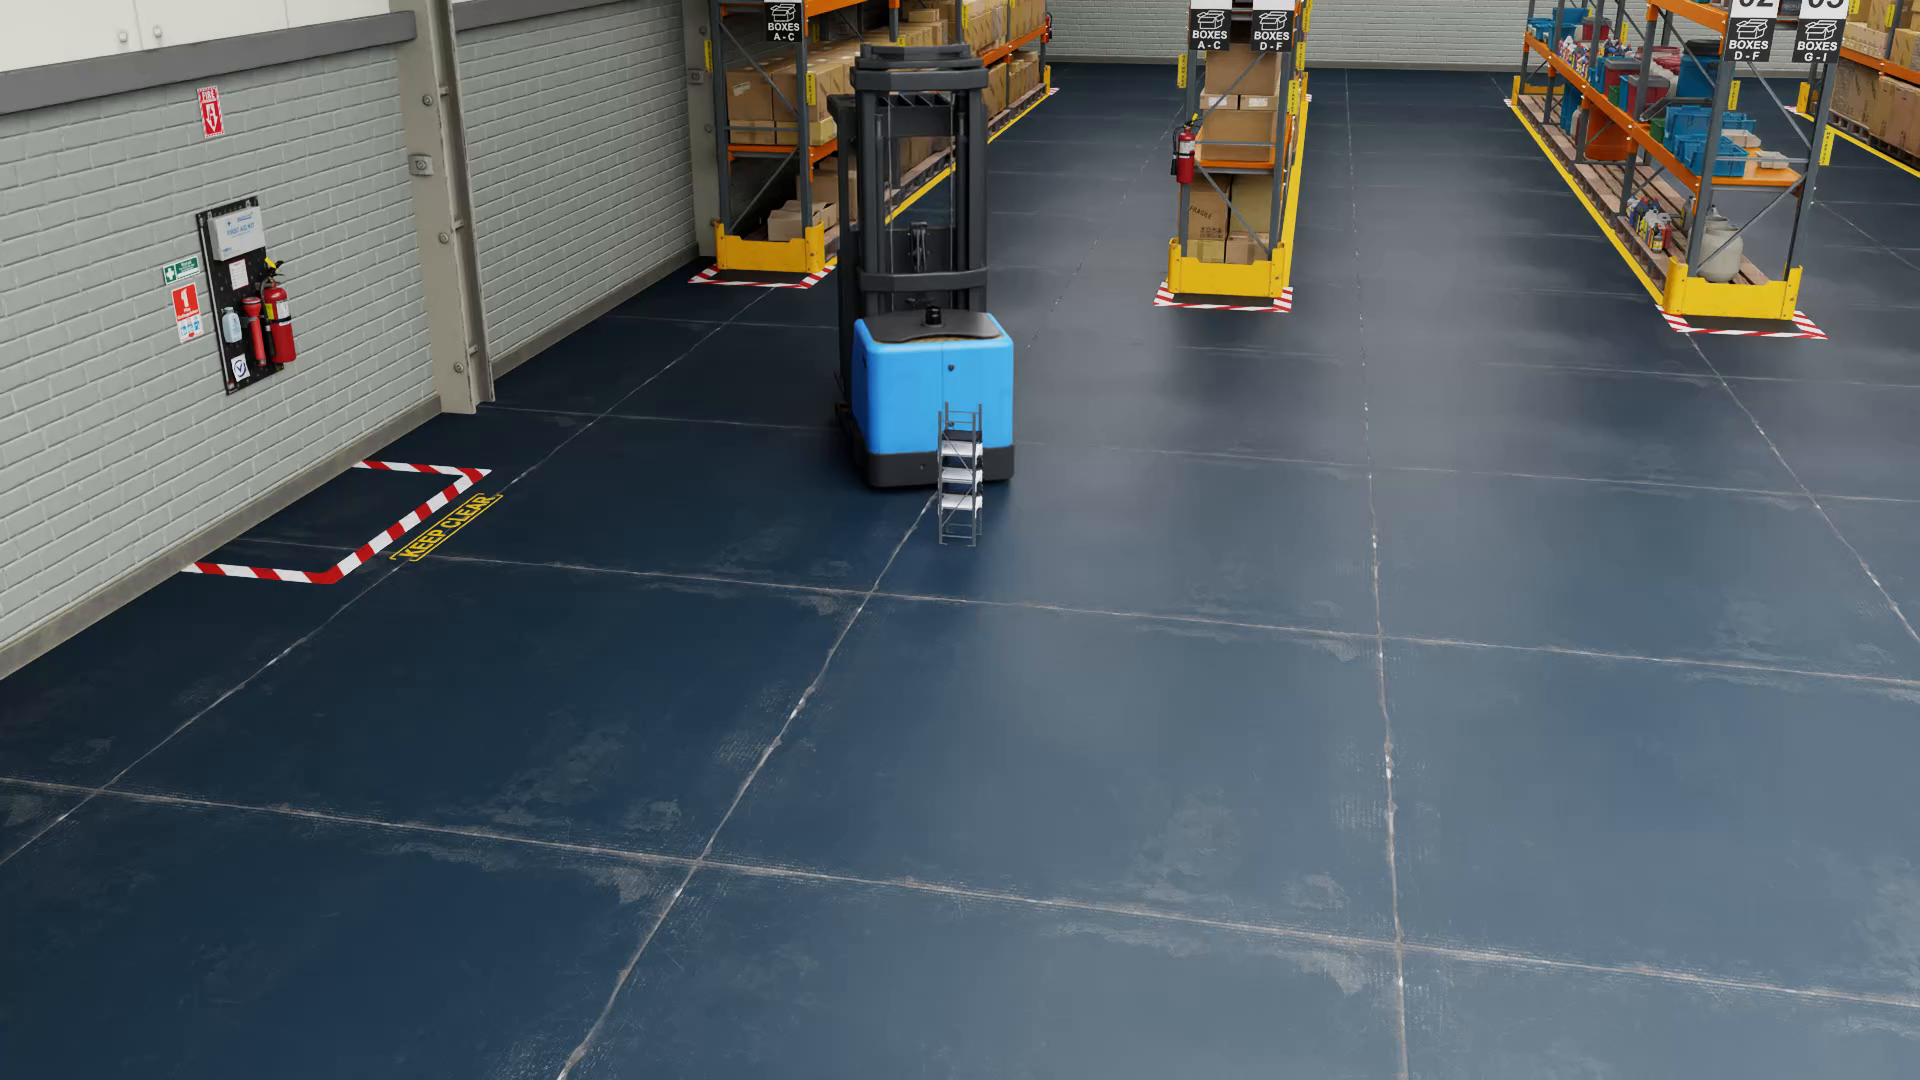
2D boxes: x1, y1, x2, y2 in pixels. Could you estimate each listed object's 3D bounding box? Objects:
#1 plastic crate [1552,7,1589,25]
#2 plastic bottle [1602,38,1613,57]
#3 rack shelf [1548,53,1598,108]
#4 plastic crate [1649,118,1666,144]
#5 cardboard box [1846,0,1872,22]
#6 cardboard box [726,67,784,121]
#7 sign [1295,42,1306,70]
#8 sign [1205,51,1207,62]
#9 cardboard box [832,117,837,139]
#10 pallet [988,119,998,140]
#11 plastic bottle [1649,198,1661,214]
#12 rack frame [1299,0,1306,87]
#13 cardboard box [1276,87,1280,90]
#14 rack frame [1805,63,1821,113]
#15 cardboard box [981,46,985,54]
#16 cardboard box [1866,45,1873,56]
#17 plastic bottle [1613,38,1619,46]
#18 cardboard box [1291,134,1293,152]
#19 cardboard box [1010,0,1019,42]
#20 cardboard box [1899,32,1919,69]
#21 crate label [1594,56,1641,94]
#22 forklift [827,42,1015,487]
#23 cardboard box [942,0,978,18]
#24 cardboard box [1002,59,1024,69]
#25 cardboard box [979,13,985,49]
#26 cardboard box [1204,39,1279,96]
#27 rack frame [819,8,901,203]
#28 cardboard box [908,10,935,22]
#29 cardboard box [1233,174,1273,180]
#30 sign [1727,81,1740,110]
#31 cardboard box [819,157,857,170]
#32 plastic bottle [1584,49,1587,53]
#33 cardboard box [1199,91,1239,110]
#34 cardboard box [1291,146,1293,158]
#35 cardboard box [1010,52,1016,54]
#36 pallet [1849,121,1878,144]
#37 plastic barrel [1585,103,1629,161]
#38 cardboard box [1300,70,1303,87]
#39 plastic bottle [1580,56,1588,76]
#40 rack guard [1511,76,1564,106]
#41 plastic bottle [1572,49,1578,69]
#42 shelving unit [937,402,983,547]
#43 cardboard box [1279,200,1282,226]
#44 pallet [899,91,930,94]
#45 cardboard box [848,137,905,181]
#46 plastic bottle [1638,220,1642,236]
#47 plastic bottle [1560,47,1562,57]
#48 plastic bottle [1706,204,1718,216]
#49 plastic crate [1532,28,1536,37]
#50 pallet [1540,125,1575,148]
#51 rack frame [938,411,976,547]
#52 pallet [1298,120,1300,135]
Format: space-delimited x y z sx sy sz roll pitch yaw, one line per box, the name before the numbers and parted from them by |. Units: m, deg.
plastic crate | 10.982 -9.364 29.961 0.616 0.435 0.499 4 22 11
plastic bottle | 10.005 -7.553 25.658 0.144 0.351 0.185 4 22 11
rack shelf | 9.643 -6.928 25.004 1.077 0.370 4.000 4 22 11
plastic crate | 7.865 -4.495 18.282 0.450 0.188 0.662 4 22 11
cardboard box | 15.152 -8.967 27.903 0.500 0.500 0.500 4 22 9
cardboard box | -2.208 -4.836 18.017 0.500 0.500 0.500 4 22 10
sign | 4.114 -5.843 20.082 0.100 0.325 0.005 4 22 11
sign | 3.037 -5.985 20.255 0.100 0.325 0.005 4 22 11
cardboard box | -1.594 -4.645 18.546 0.500 0.250 0.500 4 22 9
pallet | 0.022 -6.720 27.256 1.003 0.211 1.213 4 22 11
plastic bottle | 7.989 -3.768 19.152 0.144 0.351 0.185 4 22 11
rack frame | 5.203 -8.372 27.627 1.000 3.000 0.127 4 22 11
cardboard box | 3.149 -4.646 17.372 0.380 0.149 0.250 5 22 11
rack frame | 15.716 -9.079 29.381 1.000 3.000 0.127 4 22 11
cardboard box | 0.193 -7.939 26.860 0.380 0.149 0.250 5 23 13
cardboard box | 14.746 -7.824 26.601 0.380 0.149 0.250 4 22 10
plastic bottle | 10.184 -7.610 25.799 0.144 0.351 0.185 4 22 11
cardboard box | 4.211 -5.321 22.417 0.500 0.311 0.500 5 22 12
cardboard box | 0.479 -9.085 28.995 0.980 0.700 0.700 5 22 12
cardboard box | 14.460 -7.329 24.903 0.500 0.500 0.500 4 22 11
crate label | 8.767 -6.204 22.196 0.502 0.435 0.616 4 22 11
forklift | -0.386 -2.247 12.508 1.130 2.935 3.031 -4 22 -10
cardboard box | -0.010 -8.170 25.563 0.500 0.250 0.500 4 22 10
cardboard box | 0.960 -8.653 30.239 0.380 0.149 0.250 4 22 9
cardboard box | 0.104 -8.010 26.168 0.500 0.500 0.500 4 22 11
cardboard box | 2.873 -4.821 16.939 0.700 0.500 0.500 5 22 11
rack frame | -1.280 -5.823 21.297 1.000 3.000 0.127 4 22 11
cardboard box | -0.556 -7.590 24.093 0.380 0.149 0.250 1 22 2
cardboard box | 3.271 -3.797 18.381 0.500 0.500 0.500 4 22 11
sign | 8.955 -5.150 19.256 0.100 0.325 0.005 4 22 11
cardboard box | -1.452 -4.485 20.731 0.500 0.500 0.500 3 22 7
plastic bottle | 9.398 -7.248 25.006 0.097 0.271 0.097 0 22 0
cardboard box | 2.646 -4.485 16.973 0.380 0.149 0.250 4 22 10
cardboard box | 4.518 -5.618 23.906 0.500 0.250 0.500 5 22 12
cardboard box | 0.851 -9.160 31.498 0.380 0.149 0.250 5 22 11
pallet | 15.132 -6.595 26.945 1.003 0.211 1.213 4 22 11
plastic barrel | 9.318 -5.899 23.828 0.600 0.830 0.708 4 22 11
cardboard box | 6.149 -8.662 31.104 0.500 0.500 0.500 4 22 11
plastic bottle | 9.028 -6.848 24.014 0.097 0.271 0.097 0 22 0
rack guard | 10.860 -8.307 30.810 1.175 0.500 0.348 4 22 11
plastic bottle | 9.198 -7.191 24.851 0.061 0.283 0.133 4 22 11
shelving unit | 0.002 -0.420 10.693 0.258 0.900 0.210 4 22 11
cardboard box | 3.490 -3.814 19.426 0.500 0.250 0.500 4 22 11
pallet | -0.981 -6.002 21.999 1.003 0.211 1.213 4 22 11
cardboard box | -1.146 -5.138 22.353 0.700 0.500 0.500 5 23 13
plastic bottle | 7.729 -3.539 18.784 0.097 0.201 0.097 0 22 0
plastic bottle | 9.526 -7.707 26.242 0.097 0.201 0.097 0 22 0
plastic bottle | 8.464 -3.597 18.727 0.144 0.351 0.185 4 22 11
plastic crate | 10.210 -8.938 29.303 0.250 0.136 0.298 4 22 11
pallet | 9.853 -6.421 26.514 1.003 0.211 1.213 4 22 11
rack frame | -0.019 -0.383 10.601 0.240 0.900 0.006 4 22 11
pallet | 5.074 -6.779 27.402 1.003 0.211 1.213 4 22 11
